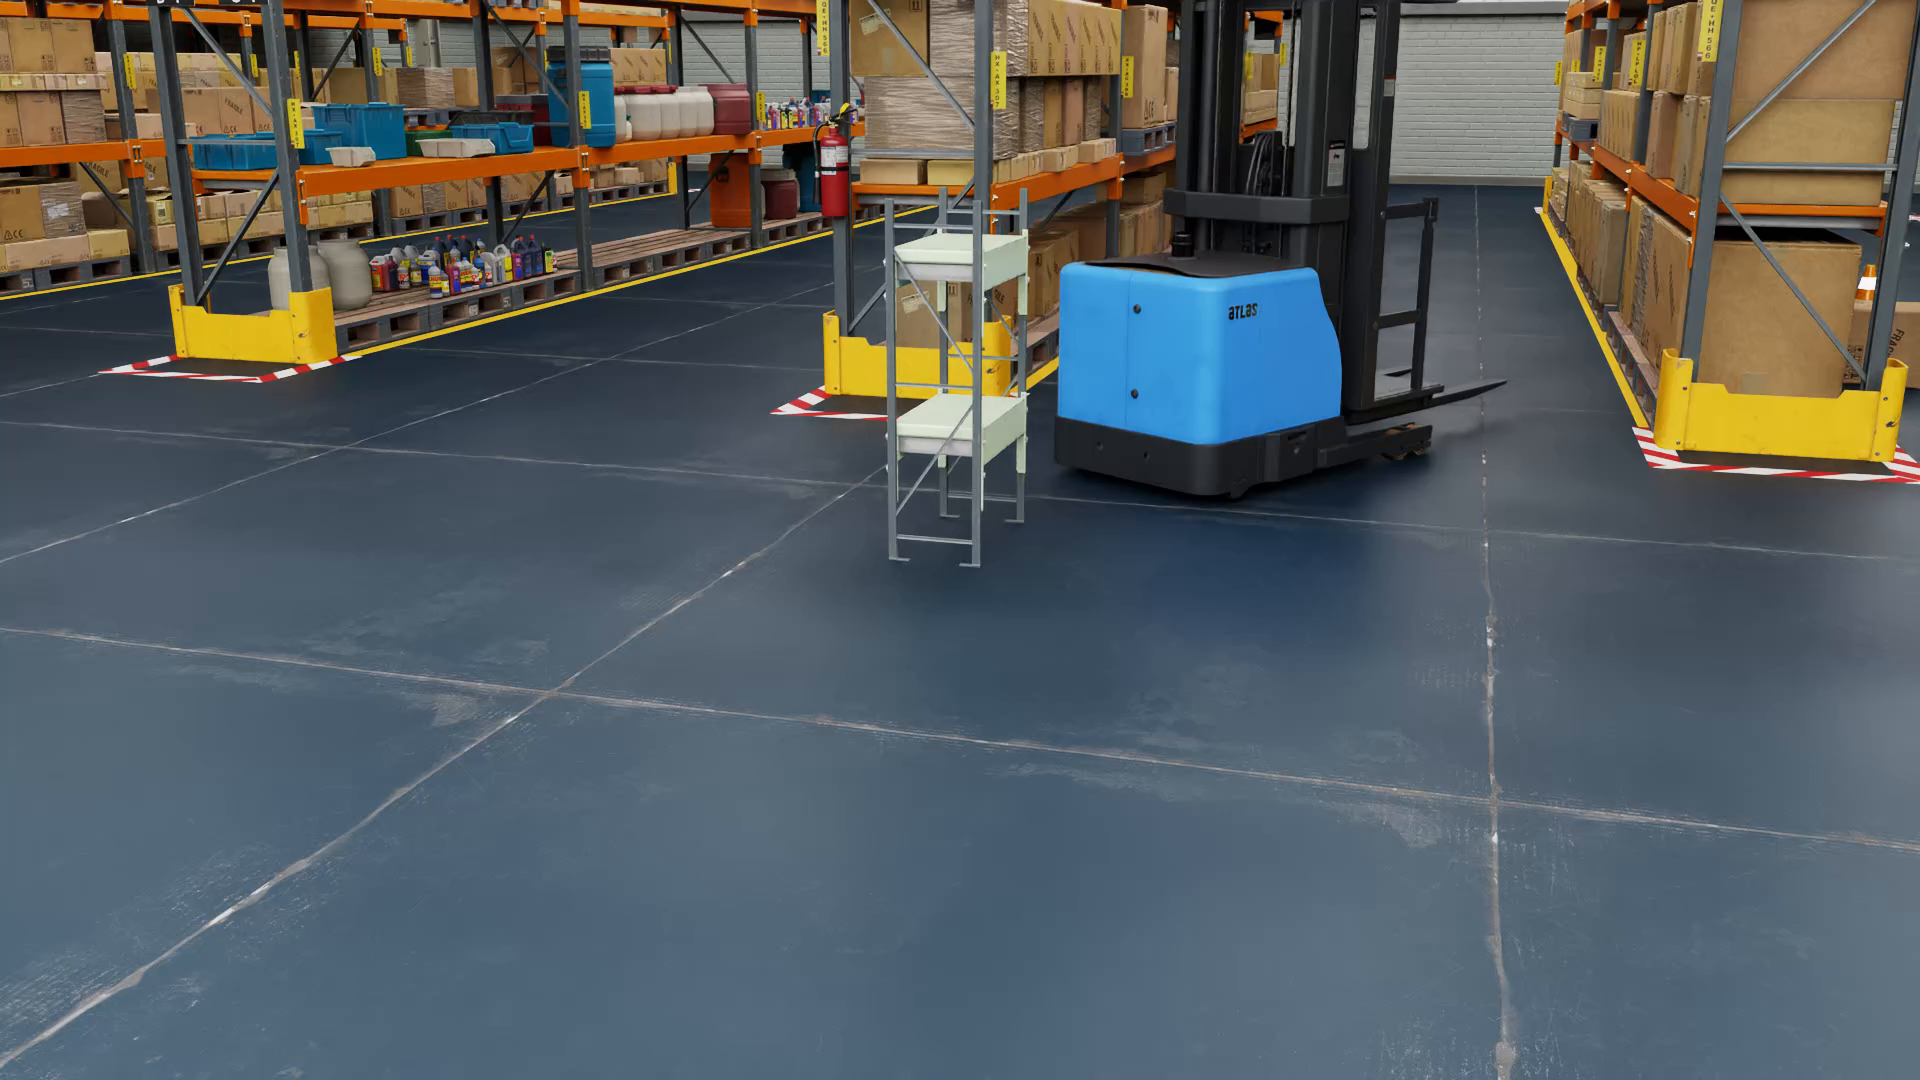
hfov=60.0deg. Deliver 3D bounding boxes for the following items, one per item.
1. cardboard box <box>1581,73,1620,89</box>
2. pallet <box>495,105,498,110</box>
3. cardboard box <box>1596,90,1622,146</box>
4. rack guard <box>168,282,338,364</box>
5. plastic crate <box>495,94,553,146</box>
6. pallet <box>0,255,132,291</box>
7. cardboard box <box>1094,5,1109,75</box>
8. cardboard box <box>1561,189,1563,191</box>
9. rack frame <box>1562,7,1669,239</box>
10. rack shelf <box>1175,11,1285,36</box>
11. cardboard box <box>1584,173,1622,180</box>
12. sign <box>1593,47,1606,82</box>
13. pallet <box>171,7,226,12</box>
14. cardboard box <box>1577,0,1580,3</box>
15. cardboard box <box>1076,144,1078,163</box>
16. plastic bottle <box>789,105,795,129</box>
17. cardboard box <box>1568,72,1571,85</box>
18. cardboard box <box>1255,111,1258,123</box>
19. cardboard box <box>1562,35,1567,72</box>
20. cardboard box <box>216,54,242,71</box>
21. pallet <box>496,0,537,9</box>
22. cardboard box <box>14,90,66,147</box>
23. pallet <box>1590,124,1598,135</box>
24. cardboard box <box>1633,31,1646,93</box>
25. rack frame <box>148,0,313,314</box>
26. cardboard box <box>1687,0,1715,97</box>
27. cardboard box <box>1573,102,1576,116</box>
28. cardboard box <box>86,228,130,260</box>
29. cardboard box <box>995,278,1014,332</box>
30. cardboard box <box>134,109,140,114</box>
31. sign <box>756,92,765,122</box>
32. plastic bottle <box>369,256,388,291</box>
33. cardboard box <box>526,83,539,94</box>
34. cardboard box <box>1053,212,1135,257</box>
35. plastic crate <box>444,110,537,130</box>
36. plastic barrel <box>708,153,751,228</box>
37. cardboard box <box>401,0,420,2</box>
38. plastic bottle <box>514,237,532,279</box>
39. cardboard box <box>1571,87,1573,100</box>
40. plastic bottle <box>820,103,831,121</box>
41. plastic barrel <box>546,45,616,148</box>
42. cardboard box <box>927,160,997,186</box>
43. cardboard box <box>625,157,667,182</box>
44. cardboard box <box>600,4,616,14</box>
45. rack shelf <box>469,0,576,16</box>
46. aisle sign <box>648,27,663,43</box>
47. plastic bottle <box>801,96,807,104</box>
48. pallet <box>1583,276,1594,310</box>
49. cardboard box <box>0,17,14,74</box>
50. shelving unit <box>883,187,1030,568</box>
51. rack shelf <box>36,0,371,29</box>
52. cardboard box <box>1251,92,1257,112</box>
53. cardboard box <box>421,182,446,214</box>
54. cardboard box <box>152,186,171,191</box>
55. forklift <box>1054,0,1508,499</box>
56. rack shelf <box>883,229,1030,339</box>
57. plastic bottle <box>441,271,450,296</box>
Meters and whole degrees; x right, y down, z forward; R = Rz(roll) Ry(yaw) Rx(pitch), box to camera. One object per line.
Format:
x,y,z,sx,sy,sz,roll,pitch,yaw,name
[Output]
6.404,-4.571,16.550,0.380,0.149,0.250,4,16,14,cardboard box
-6.714,-5.974,23.246,1.003,0.211,1.213,5,16,16,pallet
6.318,-3.992,15.723,0.500,0.500,0.500,5,17,16,cardboard box
-5.068,-1.563,11.925,1.175,0.500,0.348,5,16,16,rack guard
-4.063,-3.970,15.712,0.402,0.464,0.583,5,16,16,plastic crate
-8.922,-2.628,16.206,1.003,0.211,1.213,5,16,16,pallet
0.836,-3.807,12.694,0.500,0.500,0.500,5,16,16,cardboard box
8.305,-4.716,22.369,0.380,0.149,0.250,4,16,13,cardboard box
7.841,-5.087,19.766,1.000,3.000,0.127,5,16,16,rack frame
3.683,-7.118,22.749,1.077,0.370,4.000,5,16,16,rack shelf
6.648,-3.600,16.961,0.500,0.250,0.500,4,16,15,cardboard box
6.182,-4.599,16.069,0.100,0.325,0.005,5,16,16,sign
-11.346,-7.757,24.036,0.805,0.209,1.217,4,16,14,pallet
8.019,-6.870,20.830,0.500,0.250,0.500,4,16,15,cardboard box
0.692,-2.950,12.694,0.380,0.149,0.250,5,16,16,cardboard box
-2.044,-5.106,20.070,0.097,0.271,0.097,0,16,0,plastic bottle
7.140,-5.246,18.930,0.380,0.149,0.250,5,17,16,cardboard box
3.812,-5.702,22.396,0.380,0.149,0.250,4,16,15,cardboard box
8.596,-6.709,22.923,0.500,0.500,0.500,5,16,16,cardboard box
-11.020,-7.070,24.618,0.500,0.250,0.500,5,17,17,cardboard box
-6.635,-7.454,22.961,1.213,0.211,1.003,5,16,16,pallet
-8.919,-3.967,15.635,0.700,0.500,0.500,4,16,15,cardboard box
7.228,-4.469,17.940,1.003,0.211,1.213,5,16,16,pallet
6.136,-4.052,14.103,0.700,0.500,0.500,4,16,15,cardboard box
-5.044,-2.742,11.501,1.000,3.000,0.127,5,16,16,rack frame
4.642,-2.784,9.394,0.875,0.550,0.550,5,16,16,cardboard box
6.698,-4.554,17.578,0.380,0.149,0.250,4,16,13,cardboard box
-8.578,-2.915,16.378,0.500,0.250,0.500,5,16,16,cardboard box
0.035,-1.679,11.563,0.500,0.500,0.500,10,18,30,cardboard box
-11.615,-5.899,23.055,0.380,0.149,0.250,5,17,17,cardboard box
-2.241,-4.873,18.714,0.100,0.325,0.005,5,16,16,sign
-4.845,-2.222,13.851,0.152,0.276,0.135,5,17,16,plastic bottle
-5.976,-6.427,24.309,0.500,0.500,0.500,5,17,17,cardboard box
1.190,-2.696,15.113,0.700,0.500,0.500,5,16,16,cardboard box
-4.178,-3.632,14.751,0.767,0.338,0.504,5,16,16,plastic crate
-2.648,-4.123,19.575,0.600,0.830,0.708,5,16,16,plastic barrel
-7.282,-6.962,20.697,0.910,0.500,0.500,5,16,16,cardboard box
-3.869,-2.485,14.642,0.144,0.351,0.185,4,16,13,plastic bottle
6.920,-4.900,18.253,0.380,0.149,0.250,4,16,15,cardboard box
-1.721,-5.431,21.208,0.152,0.276,0.135,5,16,16,plastic bottle
-3.507,-4.108,15.396,0.600,0.901,0.708,5,16,16,plastic barrel
0.014,-2.293,10.379,0.380,0.149,0.250,5,16,16,cardboard box
-5.164,-6.161,27.329,0.500,0.500,0.500,5,16,16,cardboard box
-5.578,-8.138,25.302,0.500,0.250,0.500,5,16,16,cardboard box
-4.476,-4.363,13.034,1.077,0.370,4.000,5,16,16,rack shelf
-4.932,-8.558,27.241,0.394,0.787,0.004,5,16,16,aisle sign
-2.056,-5.781,22.303,0.144,0.351,0.185,5,16,16,plastic bottle
6.060,-2.180,14.629,1.003,0.211,1.213,5,16,16,pallet
-9.061,-4.466,15.018,0.700,0.500,0.500,5,16,16,cardboard box
-0.002,-0.720,7.119,0.431,1.500,0.755,5,16,16,shelving unit
-8.087,-5.794,18.082,1.077,0.370,4.000,5,16,16,rack shelf
3.646,-5.801,22.014,0.500,0.250,0.500,5,16,16,cardboard box
-6.972,-4.464,21.345,0.500,0.500,0.500,4,16,14,cardboard box
-8.529,-3.718,18.183,0.500,0.311,0.500,5,16,16,cardboard box
1.902,-1.922,8.735,3.031,2.935,1.130,-14,21,-41,forklift
-0.002,-1.095,7.012,0.431,0.370,0.720,5,16,16,rack shelf
-4.201,-2.085,13.505,0.097,0.201,0.097,0,16,0,plastic bottle
